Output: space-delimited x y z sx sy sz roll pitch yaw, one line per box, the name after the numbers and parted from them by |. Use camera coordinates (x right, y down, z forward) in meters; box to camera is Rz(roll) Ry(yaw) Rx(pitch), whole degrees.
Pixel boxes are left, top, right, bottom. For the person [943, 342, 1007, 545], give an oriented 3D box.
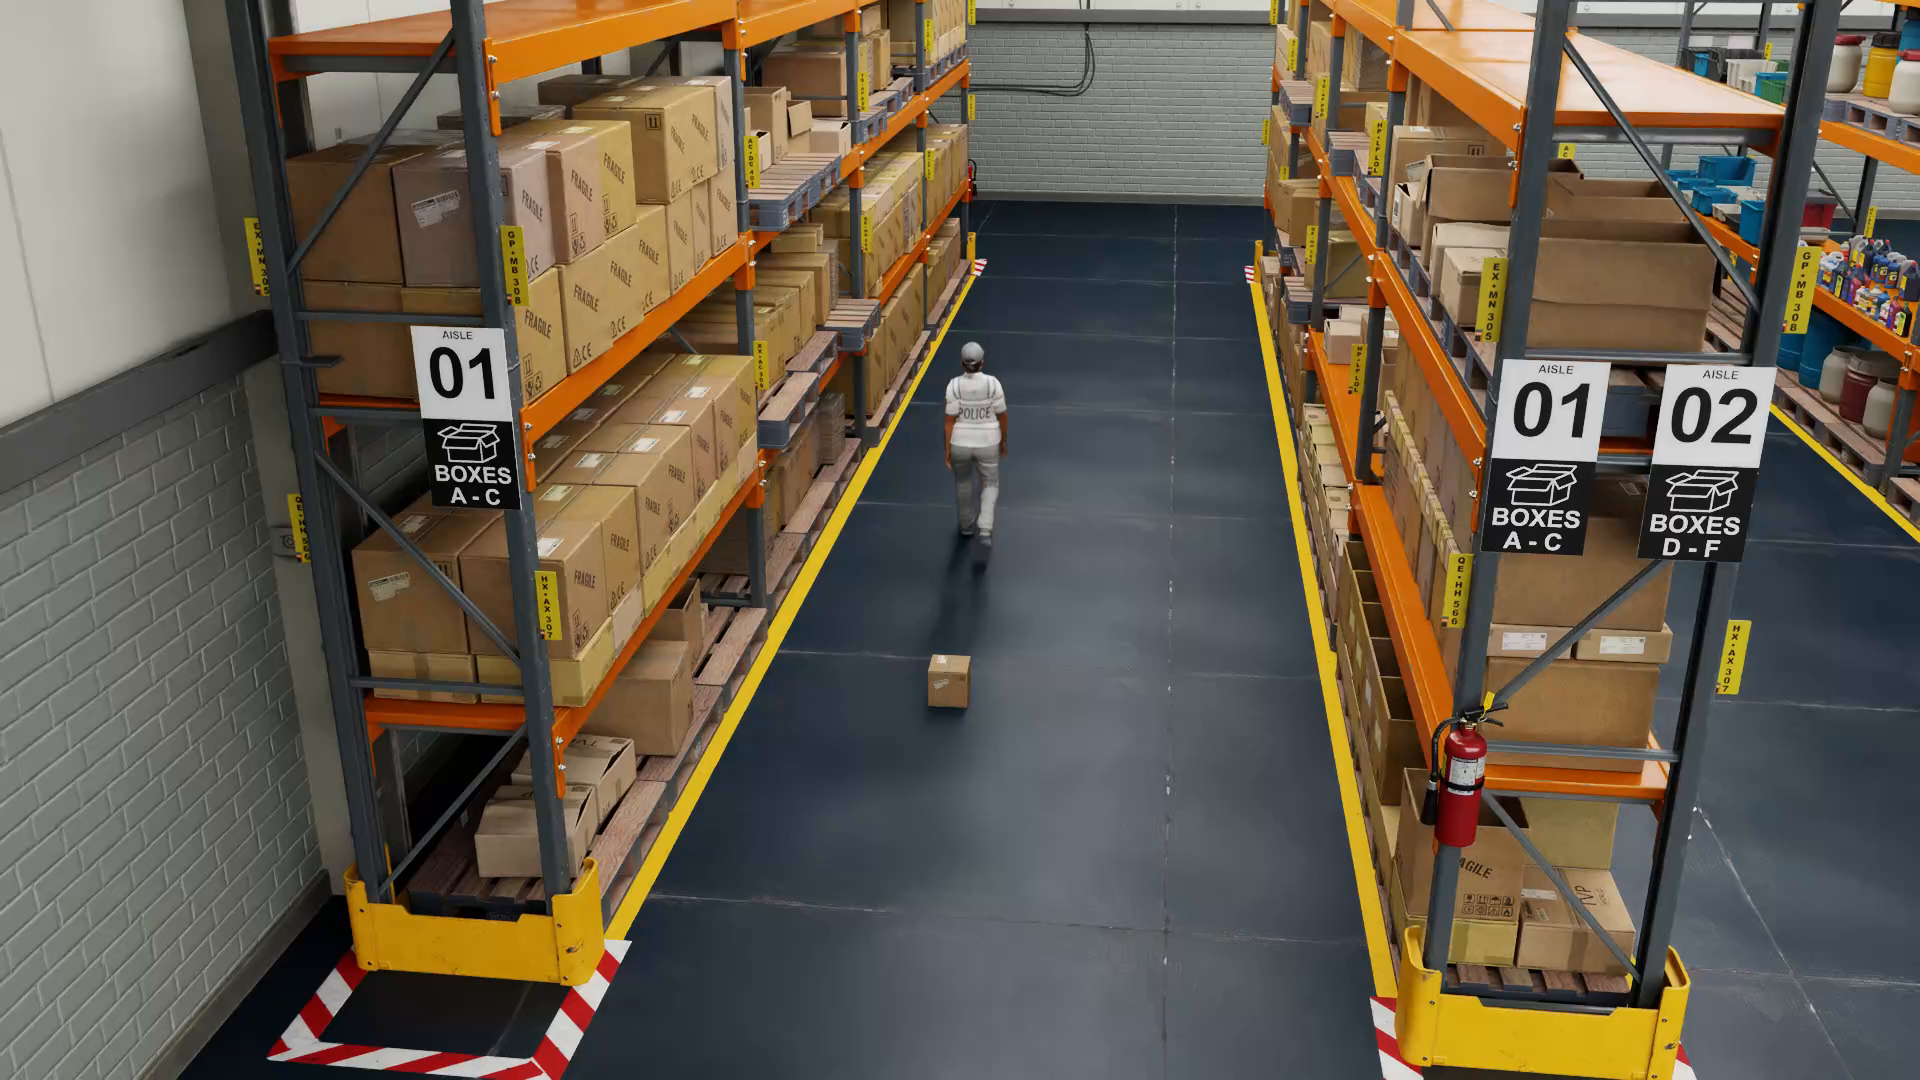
0.118 -0.743 12.962 0.497 1.625 0.863 1 21 2 | person
